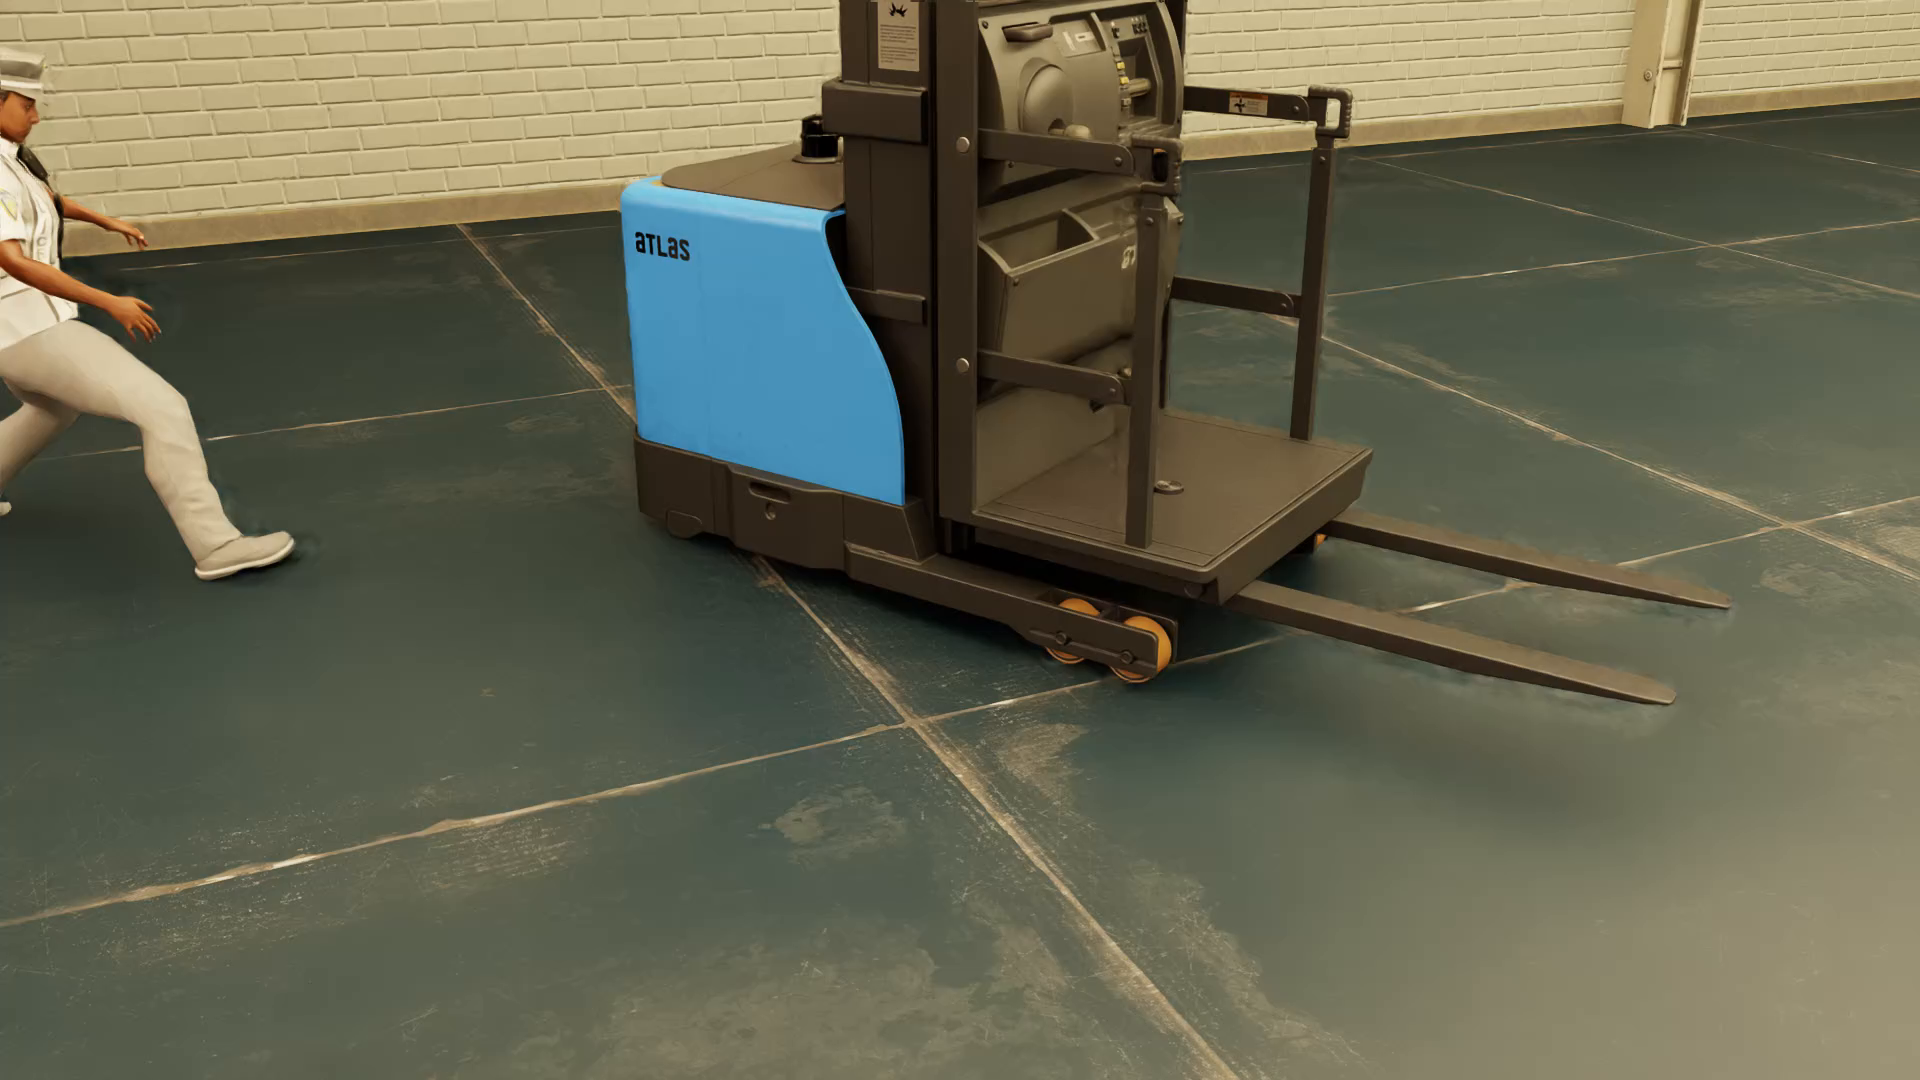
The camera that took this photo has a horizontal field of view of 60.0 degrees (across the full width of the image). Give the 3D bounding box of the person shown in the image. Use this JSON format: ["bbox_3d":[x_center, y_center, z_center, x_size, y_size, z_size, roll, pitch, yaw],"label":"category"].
[{"bbox_3d":[-2.584,-0.660,4.823,0.930,1.509,1.023,-12,25,-26],"label":"person"}]

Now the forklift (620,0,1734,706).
[{"bbox_3d":[0.504,-1.221,4.226,3.031,2.935,1.130,15,27,31],"label":"forklift"}]
